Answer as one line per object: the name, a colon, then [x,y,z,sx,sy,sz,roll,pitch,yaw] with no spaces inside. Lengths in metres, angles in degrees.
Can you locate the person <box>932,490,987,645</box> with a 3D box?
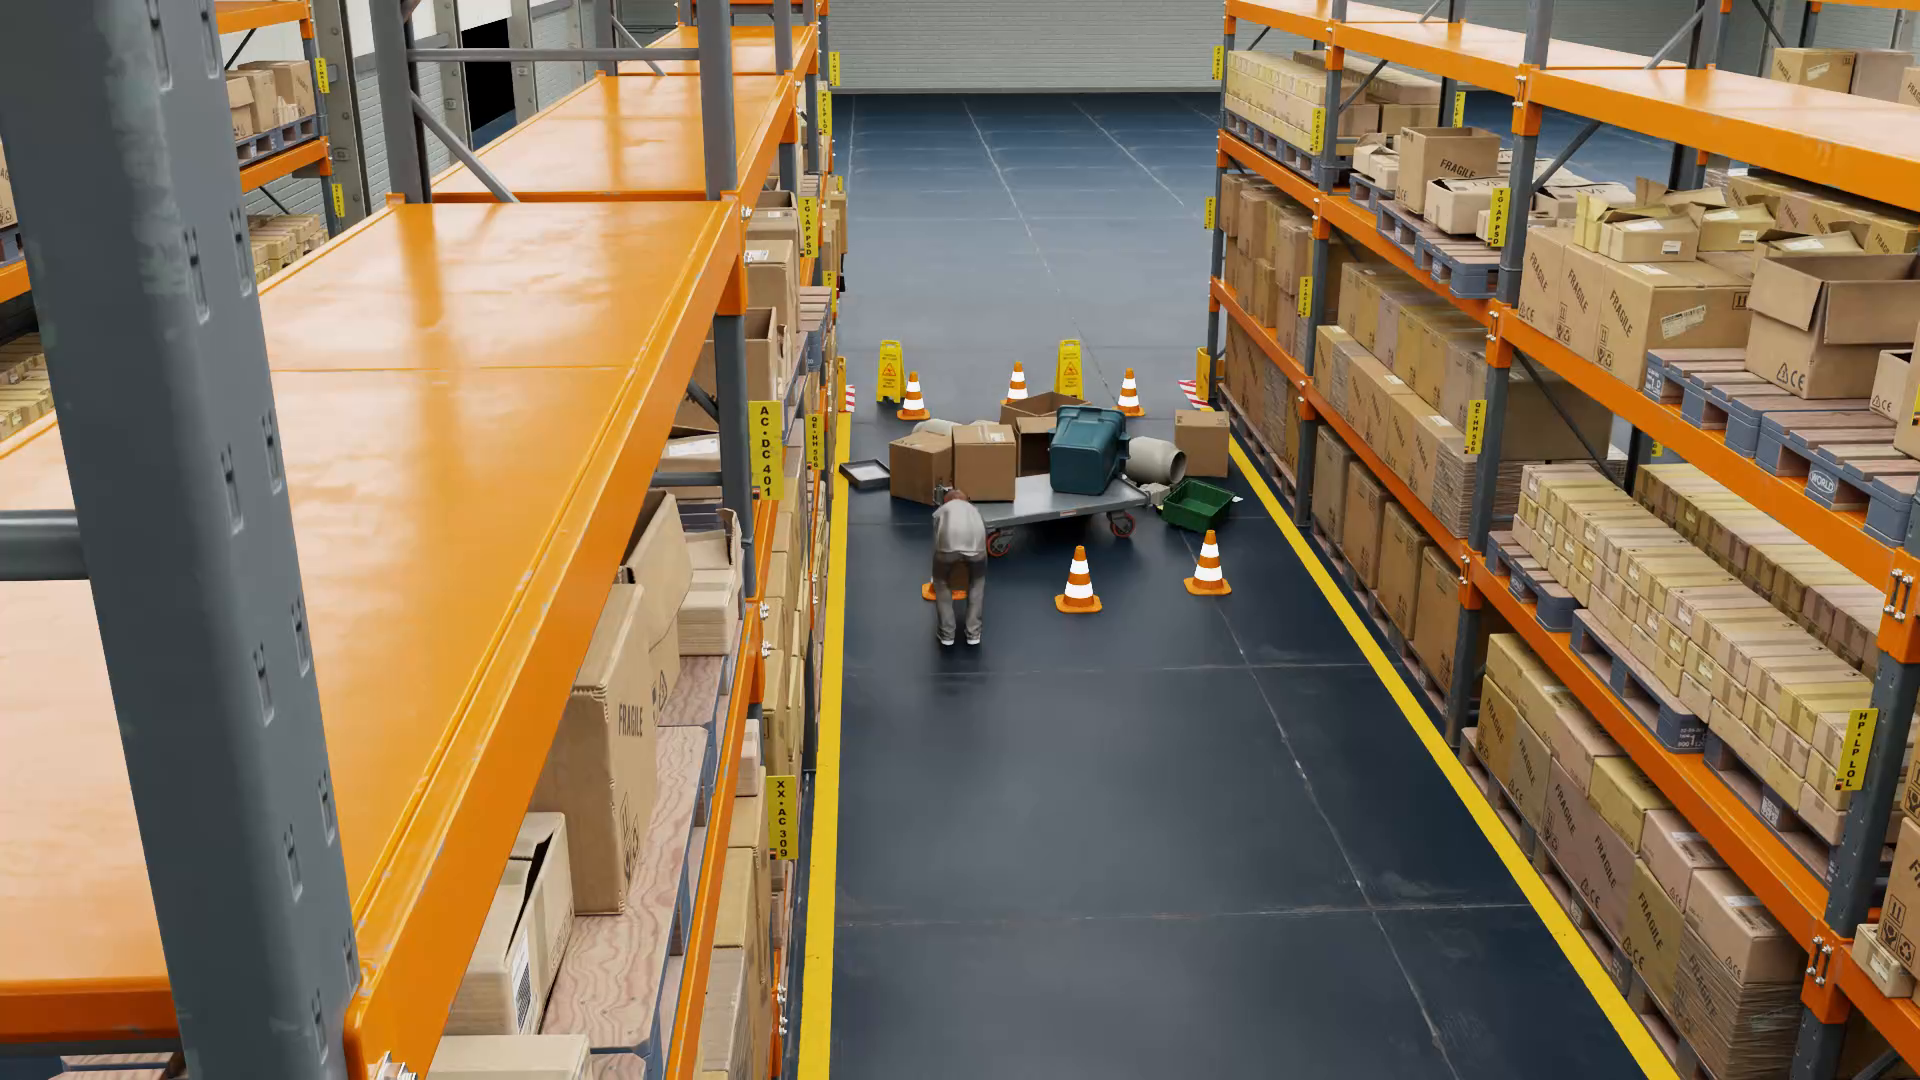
person: [-0.015,0.194,11.924,0.389,1.001,0.870,-2,21,-5]
